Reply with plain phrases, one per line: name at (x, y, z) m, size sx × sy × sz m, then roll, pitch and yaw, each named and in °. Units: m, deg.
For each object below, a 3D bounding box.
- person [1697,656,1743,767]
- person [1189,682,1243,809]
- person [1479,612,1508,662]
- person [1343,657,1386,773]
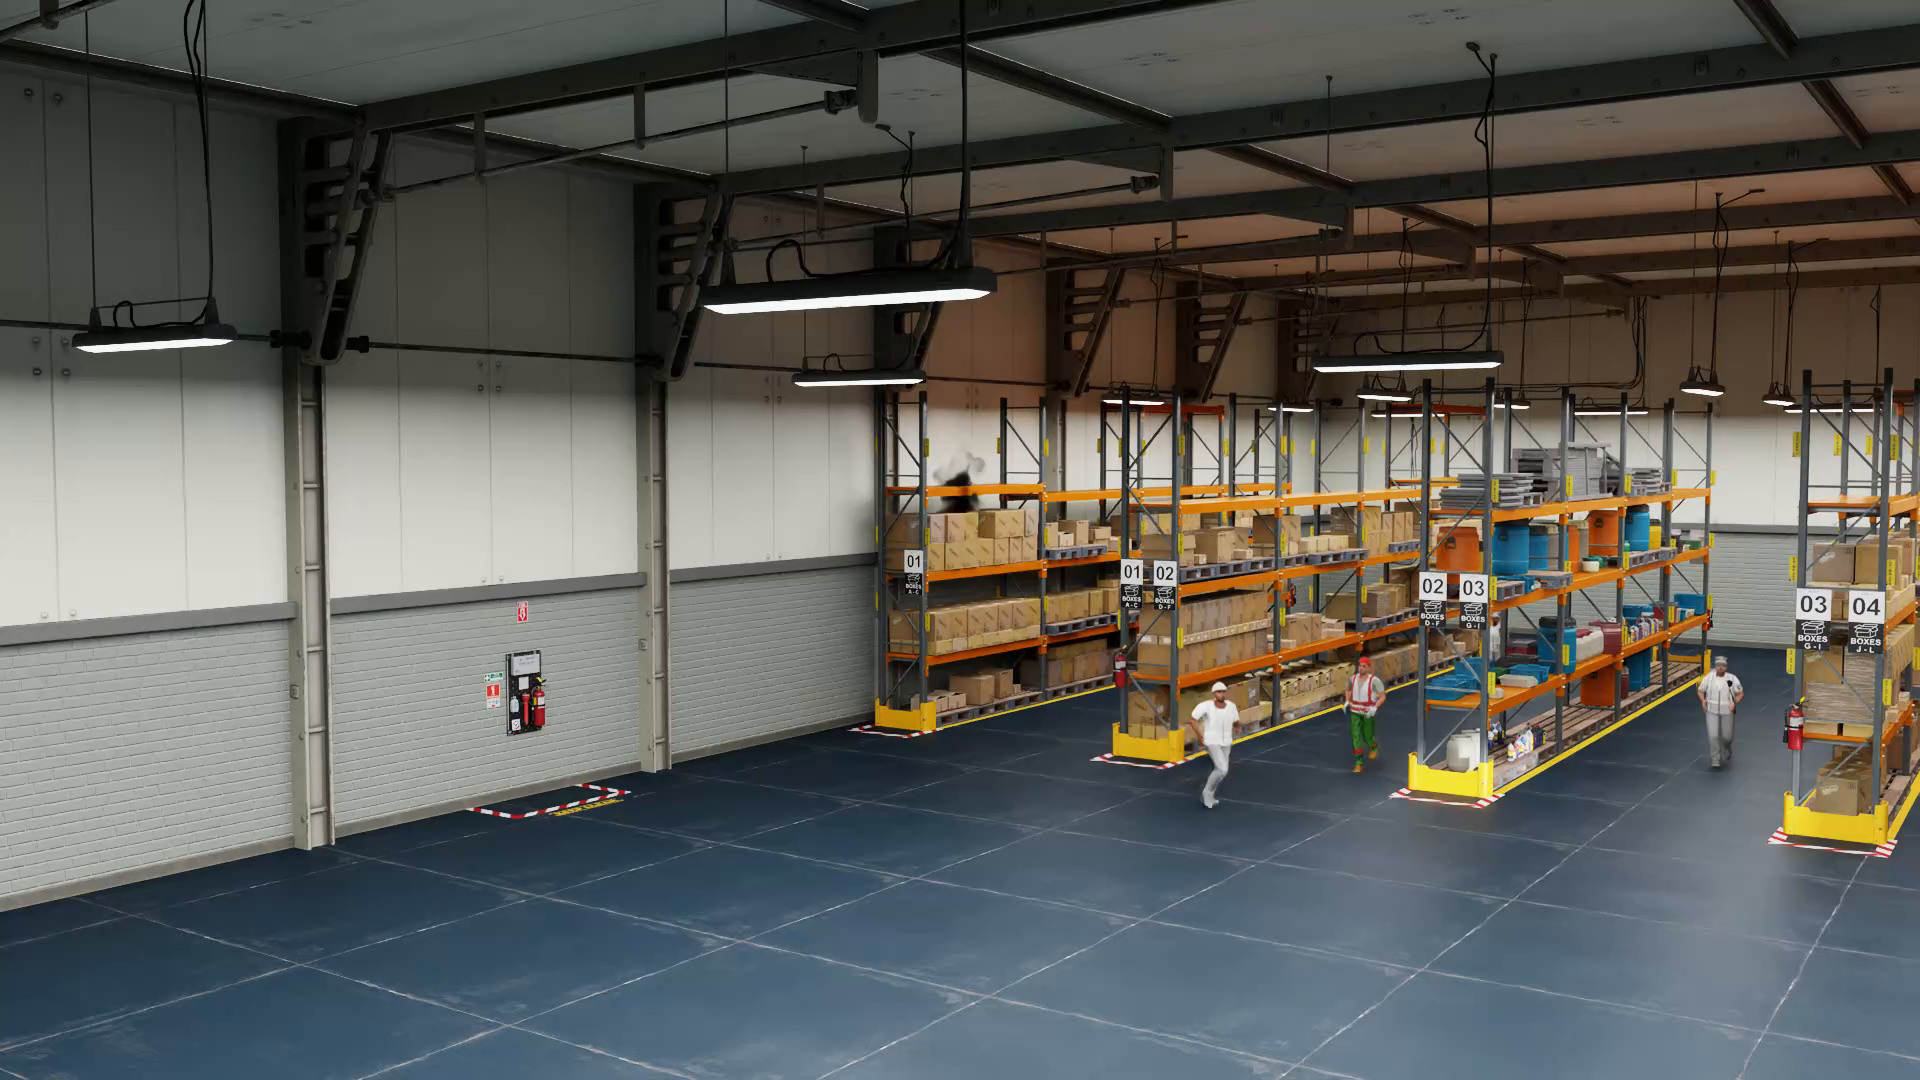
person at (11.956, 2.679, 26.178) m, size 0.661 × 1.730 × 0.629 m, roll 2°, pitch 4°, yaw 26°
person at (3.612, 2.852, 23.085) m, size 0.668 × 1.766 × 0.679 m, roll -1°, pitch 3°, yaw -25°
person at (10.940, 2.282, 34.109) m, size 0.567 × 1.659 × 0.549 m, roll 1°, pitch 3°, yaw 20°
person at (6.292, 2.690, 25.851) m, size 0.676 × 1.762 × 0.801 m, roll 2°, pitch 4°, yaw 33°
